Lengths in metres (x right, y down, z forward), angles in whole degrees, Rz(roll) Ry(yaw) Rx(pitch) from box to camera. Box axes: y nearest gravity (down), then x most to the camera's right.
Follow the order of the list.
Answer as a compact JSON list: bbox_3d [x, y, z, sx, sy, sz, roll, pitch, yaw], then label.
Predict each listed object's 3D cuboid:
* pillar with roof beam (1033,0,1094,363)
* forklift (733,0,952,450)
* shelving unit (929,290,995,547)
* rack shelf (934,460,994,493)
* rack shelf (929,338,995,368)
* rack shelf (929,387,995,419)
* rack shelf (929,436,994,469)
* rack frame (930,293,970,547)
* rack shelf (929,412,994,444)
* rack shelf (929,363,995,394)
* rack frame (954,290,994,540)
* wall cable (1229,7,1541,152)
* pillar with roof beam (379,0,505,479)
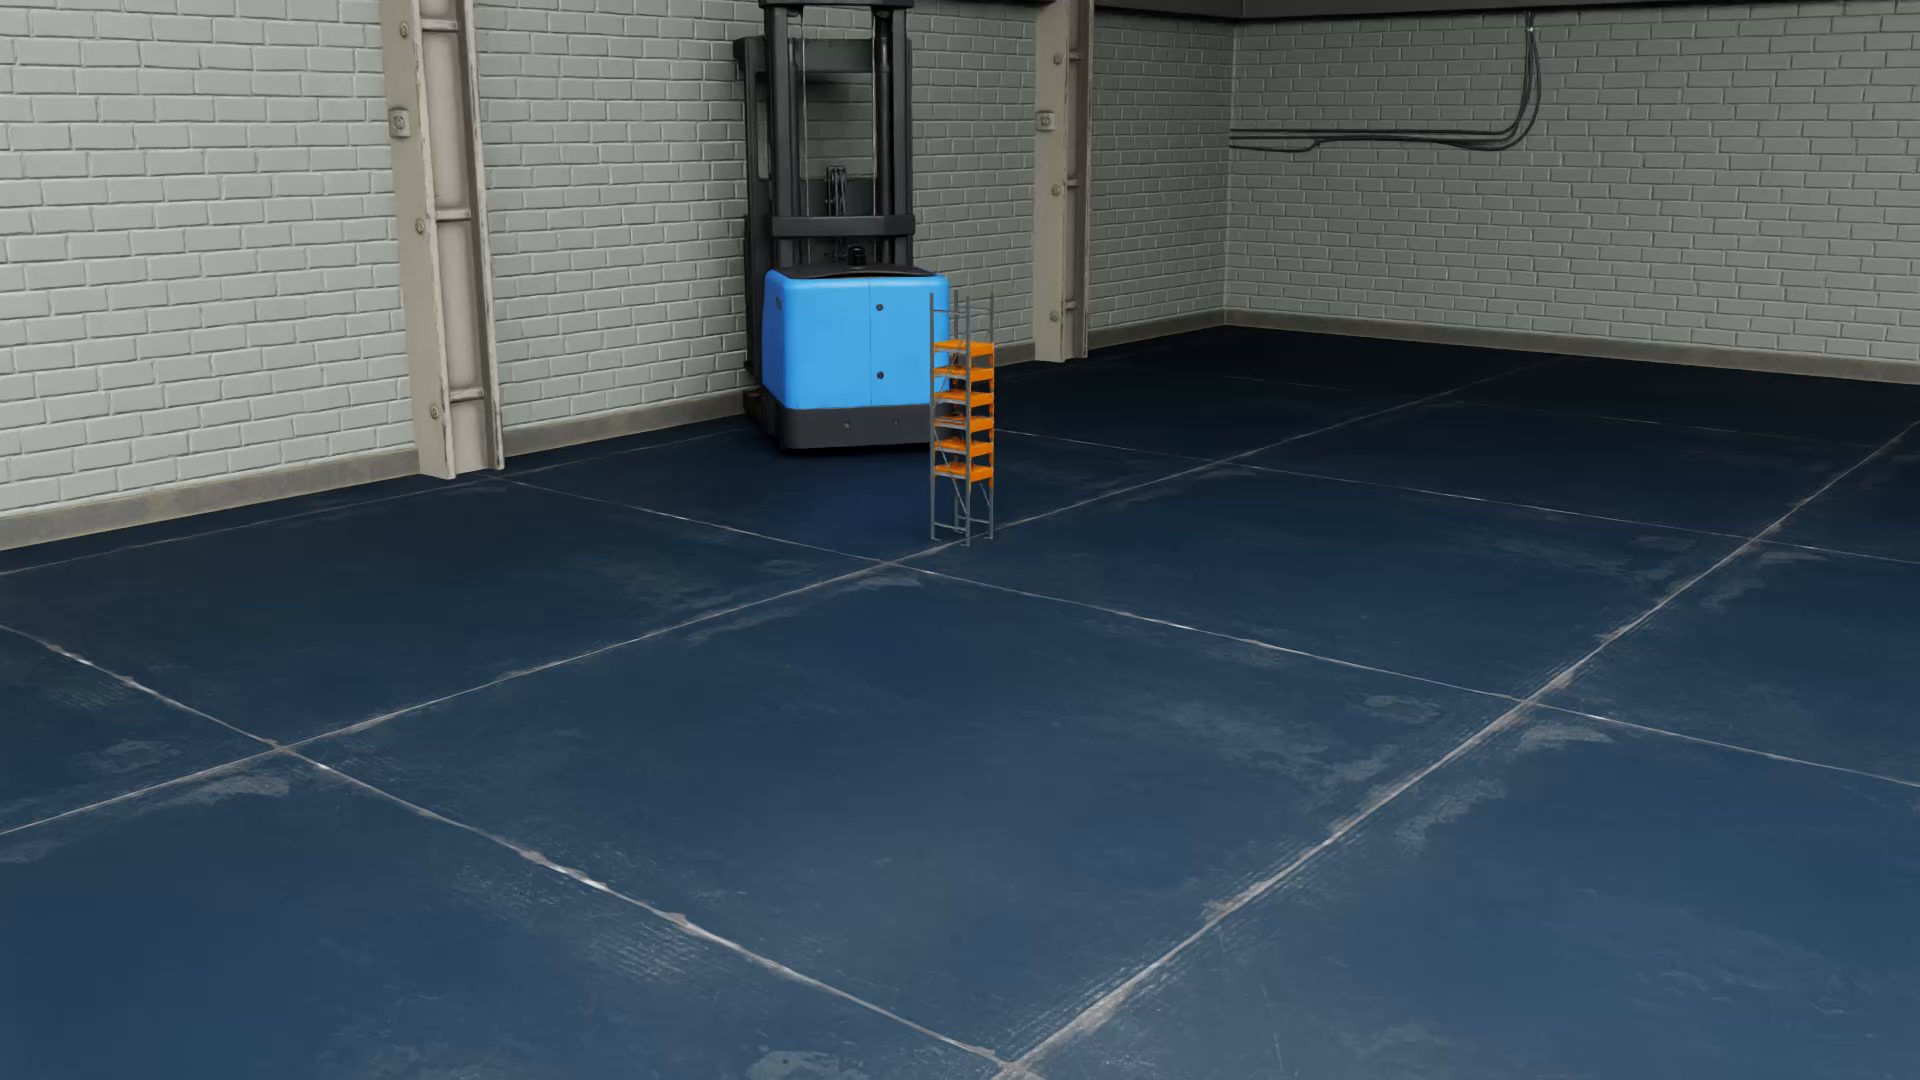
[{"bbox_3d":[4.205,-5.251,10.515,9.100,9.000,0.400,11,18,38],"label":"pillar with roof beam"},{"bbox_3d":[-0.914,-2.286,11.167,1.130,2.935,3.031,-4,15,-14],"label":"forklift"},{"bbox_3d":[0.009,-0.584,7.986,0.258,1.200,0.189,11,18,38],"label":"shelving unit"},{"bbox_3d":[0.009,-0.309,8.056,0.258,0.103,0.180,11,18,38],"label":"rack shelf"},{"bbox_3d":[0.009,-0.890,7.908,0.258,0.103,0.180,11,18,38],"label":"rack shelf"},{"bbox_3d":[0.009,-0.658,7.967,0.258,0.103,0.180,11,18,38],"label":"rack shelf"},{"bbox_3d":[0.009,-0.425,8.027,0.258,0.103,0.180,11,18,38],"label":"rack shelf"},{"bbox_3d":[-0.048,-0.567,7.917,0.240,1.200,0.006,11,18,38],"label":"rack frame"},{"bbox_3d":[0.009,-0.541,7.997,0.258,0.103,0.180,11,18,38],"label":"rack shelf"},{"bbox_3d":[0.009,-0.774,7.938,0.258,0.103,0.180,11,18,38],"label":"rack shelf"},{"bbox_3d":[0.067,-0.602,8.055,0.240,1.200,0.006,11,18,38],"label":"rack frame"},{"bbox_3d":[3.737,-4.771,14.935,3.097,2.526,0.112,11,18,38],"label":"wall cable"},{"bbox_3d":[0.434,-4.102,5.992,9.100,9.000,0.400,11,18,38],"label":"pillar with roof beam"}]
